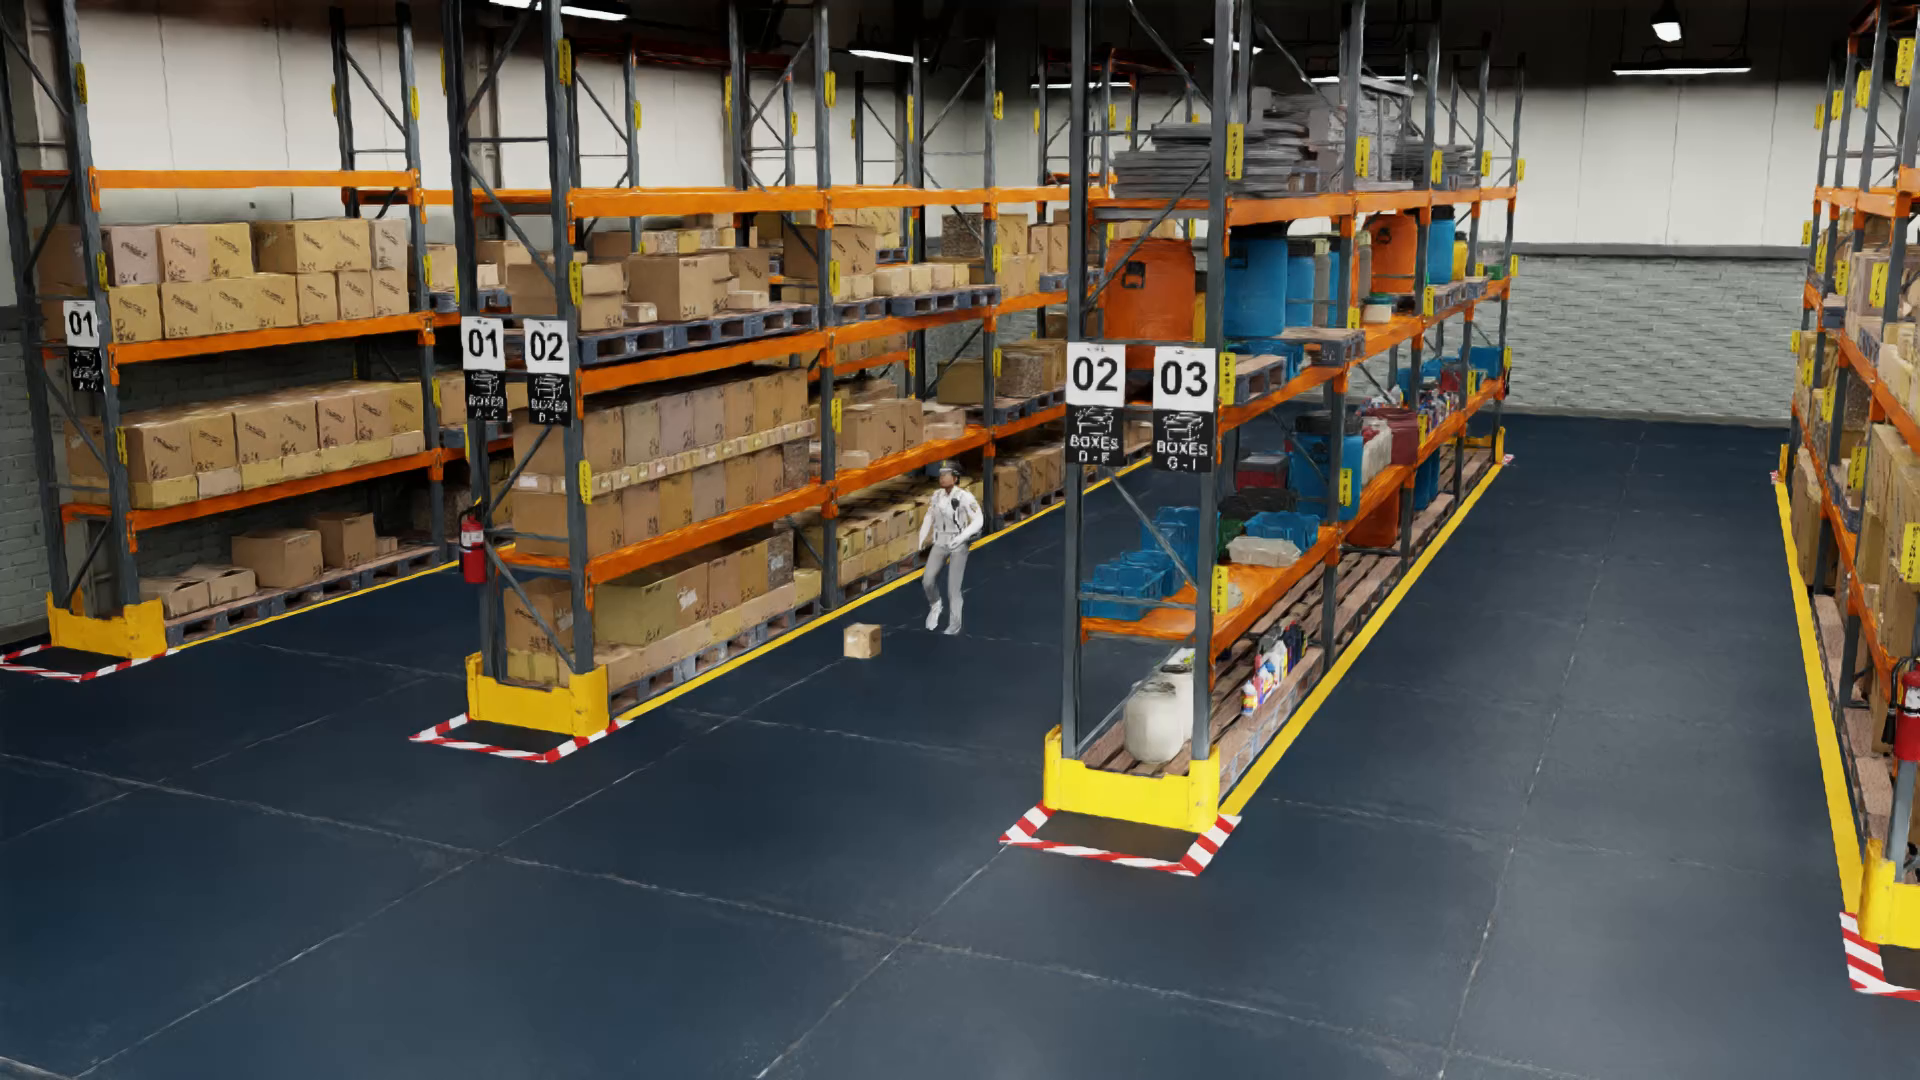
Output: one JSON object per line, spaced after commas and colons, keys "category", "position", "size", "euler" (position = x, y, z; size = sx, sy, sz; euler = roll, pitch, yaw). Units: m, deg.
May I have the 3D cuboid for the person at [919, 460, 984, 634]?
{"category": "person", "position": [-0.100, 0.073, 15.660], "size": [0.672, 1.661, 0.502], "euler": [5, 13, 21]}
